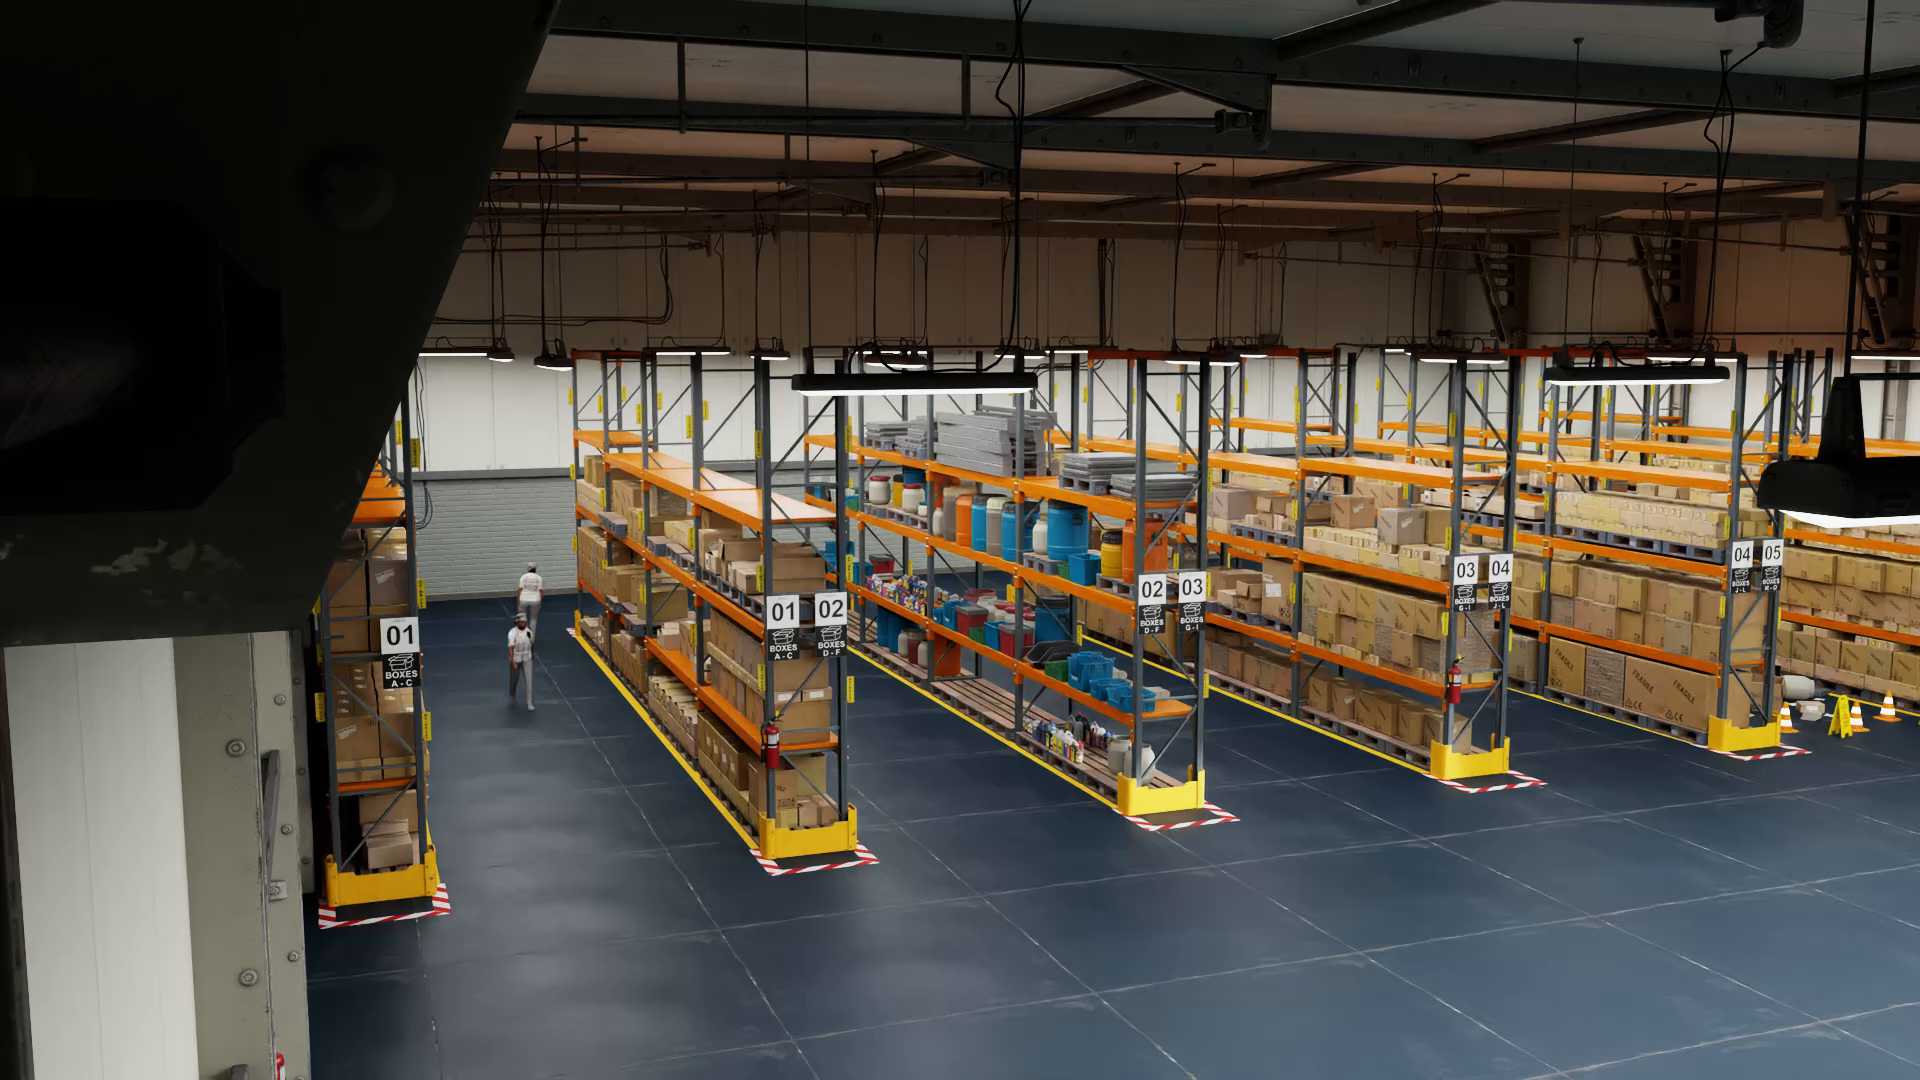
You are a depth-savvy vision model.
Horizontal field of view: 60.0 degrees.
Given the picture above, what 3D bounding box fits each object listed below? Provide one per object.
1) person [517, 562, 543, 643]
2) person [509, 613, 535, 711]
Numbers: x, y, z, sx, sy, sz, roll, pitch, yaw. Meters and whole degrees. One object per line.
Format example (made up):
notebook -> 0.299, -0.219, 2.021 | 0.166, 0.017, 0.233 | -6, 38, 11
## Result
person -> -8.829, 1.279, 33.984 | 0.633, 1.669, 0.421 | -1, 7, -11
person -> -7.389, 2.019, 28.031 | 0.432, 1.624, 0.984 | -3, 8, -24
